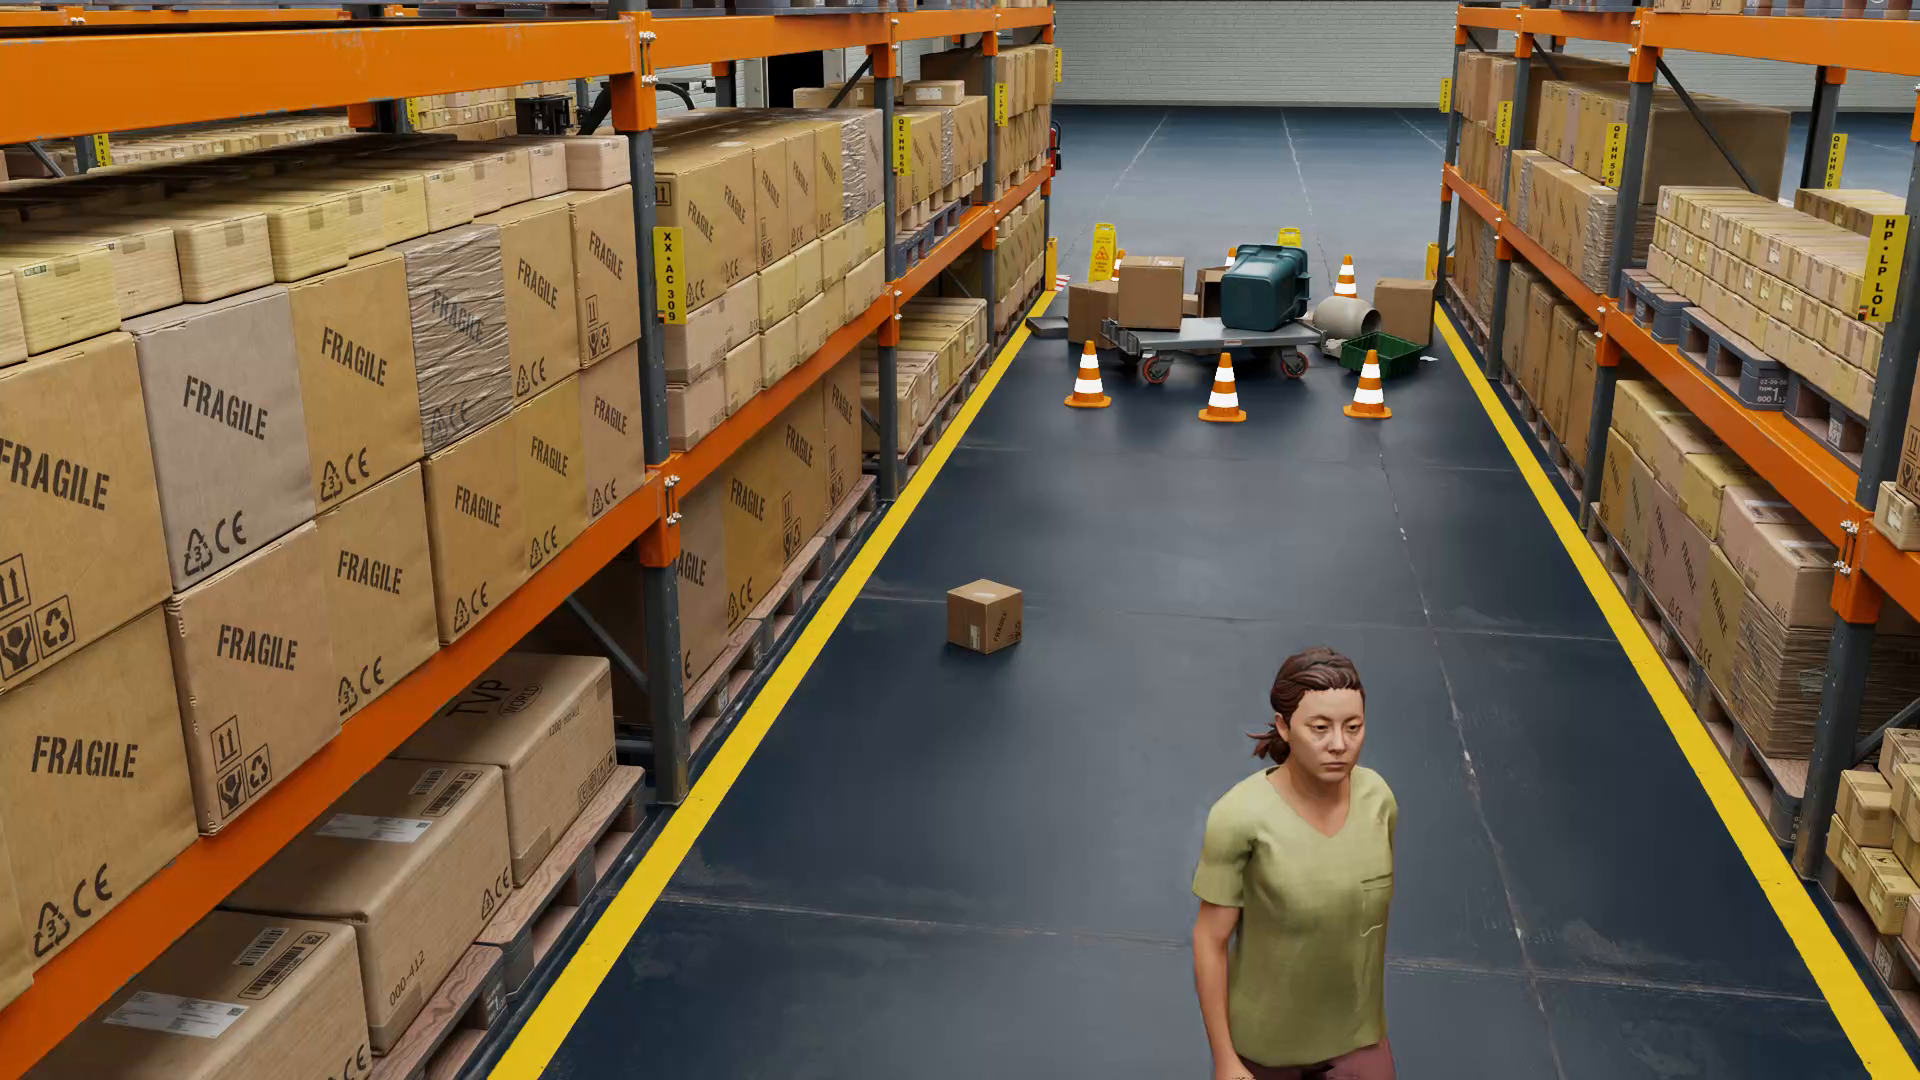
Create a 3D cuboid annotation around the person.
[{"bbox_3d":[0.706,1.042,3.337,0.478,1.665,0.853,-4,18,-11],"label":"person"}]
